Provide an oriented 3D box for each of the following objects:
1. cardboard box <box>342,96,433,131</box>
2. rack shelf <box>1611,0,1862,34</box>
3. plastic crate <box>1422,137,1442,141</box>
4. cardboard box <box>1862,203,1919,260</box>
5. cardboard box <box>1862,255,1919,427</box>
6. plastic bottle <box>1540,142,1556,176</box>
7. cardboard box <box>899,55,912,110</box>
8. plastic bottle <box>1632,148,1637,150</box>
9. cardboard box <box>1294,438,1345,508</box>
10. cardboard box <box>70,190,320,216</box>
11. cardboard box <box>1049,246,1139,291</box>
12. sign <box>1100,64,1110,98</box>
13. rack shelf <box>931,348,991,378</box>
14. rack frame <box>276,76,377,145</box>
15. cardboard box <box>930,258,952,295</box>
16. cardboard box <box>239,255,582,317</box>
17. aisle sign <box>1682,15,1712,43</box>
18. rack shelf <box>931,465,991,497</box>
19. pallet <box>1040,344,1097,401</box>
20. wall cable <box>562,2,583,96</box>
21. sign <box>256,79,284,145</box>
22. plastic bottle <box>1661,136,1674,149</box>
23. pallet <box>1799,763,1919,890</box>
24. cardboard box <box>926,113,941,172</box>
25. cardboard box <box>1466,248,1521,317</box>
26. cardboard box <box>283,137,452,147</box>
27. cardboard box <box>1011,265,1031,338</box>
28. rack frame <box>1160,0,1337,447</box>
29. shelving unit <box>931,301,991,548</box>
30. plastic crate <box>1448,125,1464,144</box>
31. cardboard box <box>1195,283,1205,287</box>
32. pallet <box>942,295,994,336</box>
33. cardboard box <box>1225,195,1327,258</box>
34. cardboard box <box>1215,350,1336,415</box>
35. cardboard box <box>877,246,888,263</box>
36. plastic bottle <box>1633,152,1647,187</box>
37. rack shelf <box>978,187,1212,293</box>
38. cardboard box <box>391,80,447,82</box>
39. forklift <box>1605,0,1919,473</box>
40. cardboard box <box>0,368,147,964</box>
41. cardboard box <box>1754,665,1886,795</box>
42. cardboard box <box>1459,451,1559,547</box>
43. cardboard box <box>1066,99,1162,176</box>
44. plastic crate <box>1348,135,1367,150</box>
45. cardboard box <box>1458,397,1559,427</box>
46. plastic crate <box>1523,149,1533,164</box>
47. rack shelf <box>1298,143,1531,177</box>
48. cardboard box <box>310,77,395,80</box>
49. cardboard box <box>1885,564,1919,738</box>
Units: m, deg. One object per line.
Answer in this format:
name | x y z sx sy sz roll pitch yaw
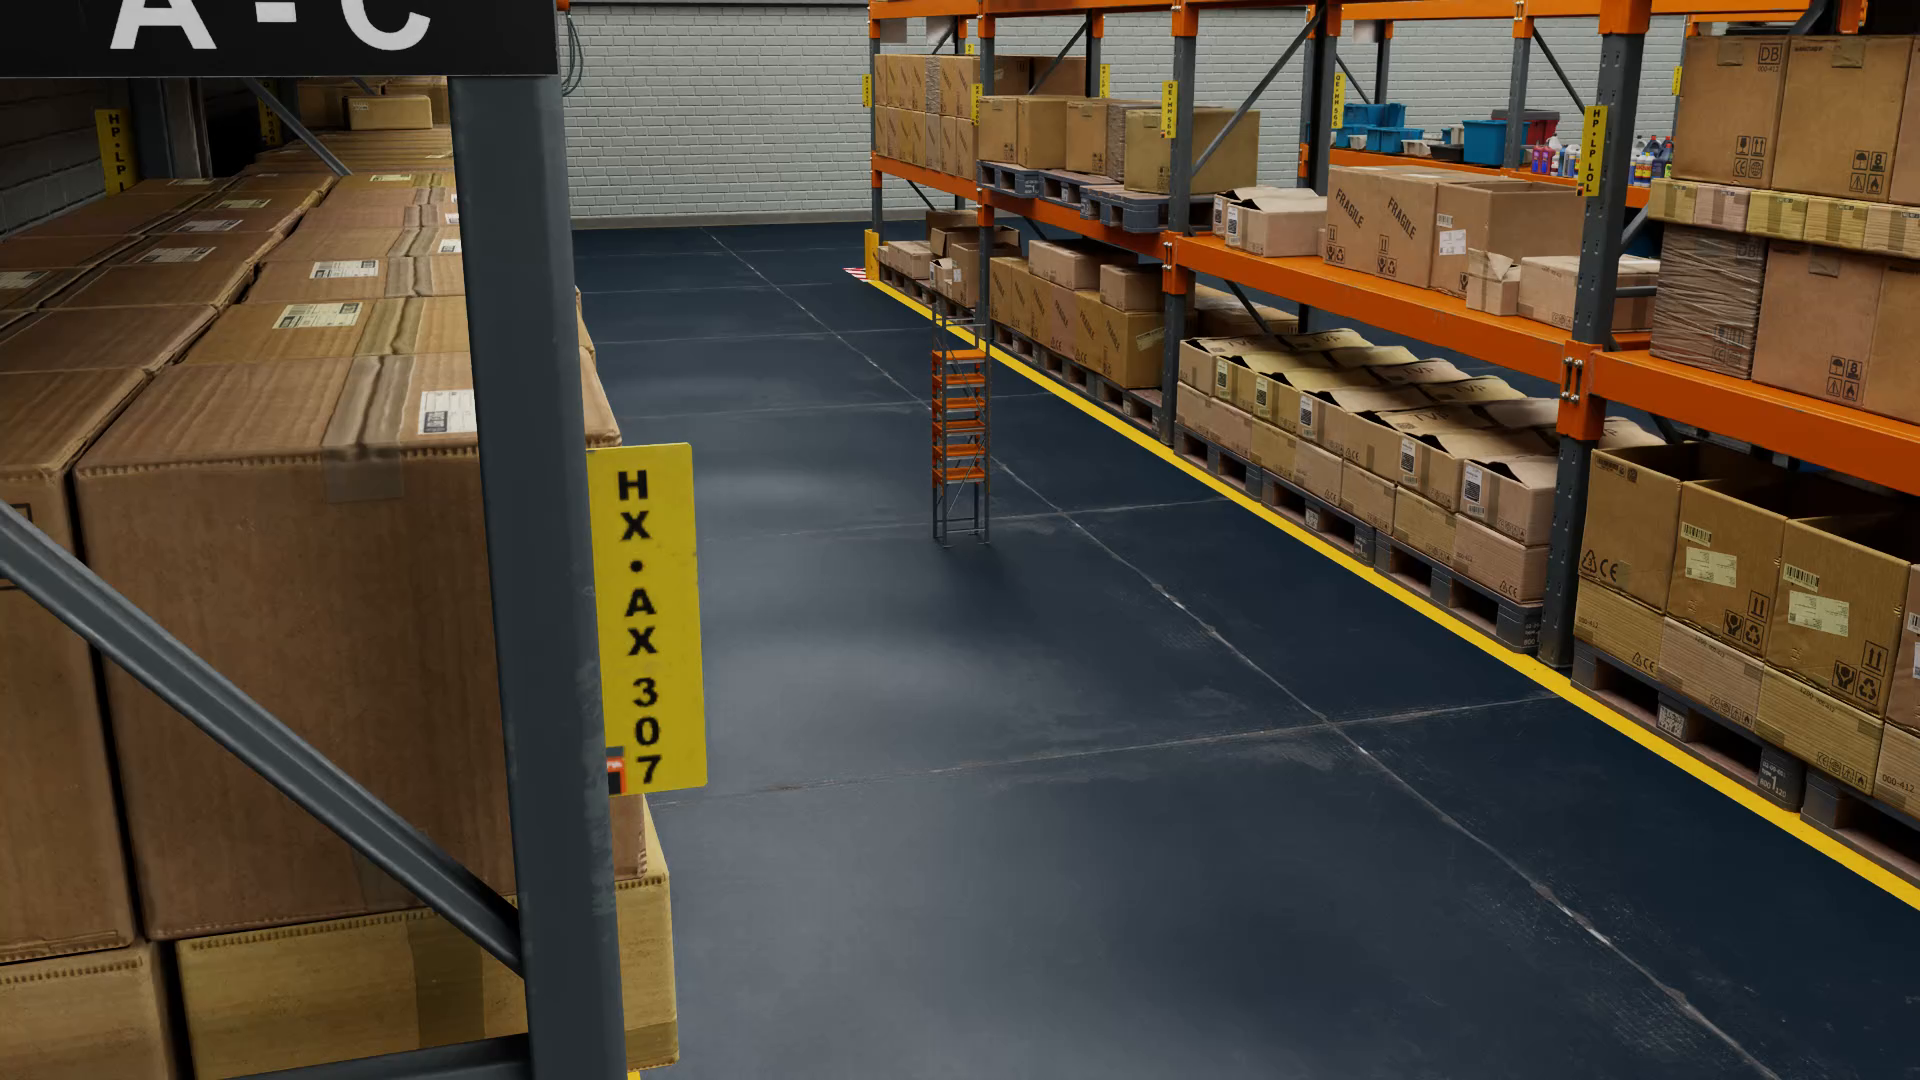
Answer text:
cardboard box | -2.776 -2.069 8.058 0.380 0.149 0.250 -8 18 -24
rack shelf | 3.408 -1.505 4.286 1.077 0.370 4.000 -5 17 -15
plastic crate | 4.988 -4.131 17.343 0.298 0.136 0.250 -5 17 -15
cardboard box | 3.028 -0.953 5.109 0.380 0.149 0.250 -5 18 -17
cardboard box | 3.272 -0.608 5.087 0.700 0.500 0.500 -4 17 -14
plastic bottle | 5.151 -3.342 14.566 0.061 0.283 0.133 -5 17 -15
cardboard box | -0.287 -4.386 15.928 0.500 0.500 0.500 -4 17 -14
plastic bottle | 5.585 -3.108 13.801 0.152 0.276 0.135 -5 17 -15
cardboard box | 2.049 -0.365 8.502 0.500 0.250 0.500 -4 17 -14
cardboard box | -1.837 -0.581 4.094 0.500 0.500 0.500 -5 17 -16
cardboard box | 0.972 -1.984 12.118 0.500 0.250 0.500 -5 17 -16
sign | 1.193 -3.779 13.805 0.100 0.325 0.005 -5 17 -15
rack shelf | 0.004 -0.873 8.175 0.258 0.103 0.180 -5 17 -15
rack frame | -3.003 -1.680 8.831 1.000 3.000 0.127 -5 17 -15
cardboard box | 0.025 -2.445 15.286 0.500 0.311 0.500 -5 17 -15
cardboard box | -0.909 -0.201 2.829 0.500 0.500 0.500 -5 18 -17
aisle sign | 8.778 -6.309 19.723 0.394 0.787 0.004 -5 17 -15
rack shelf | 0.004 -0.298 8.348 0.258 0.103 0.180 -5 17 -15
pallet | 1.259 -1.284 12.359 1.003 0.211 1.213 -5 17 -15
wall cable | -6.412 -6.872 21.084 3.097 2.526 0.112 -5 17 -15
sign | -3.535 -2.190 8.516 0.100 0.325 0.005 -5 17 -15
plastic bottle | 6.042 -3.267 14.199 0.144 0.351 0.185 -5 17 -15
pallet | 3.376 0.930 4.988 1.003 0.211 1.213 -5 17 -15
cardboard box | -0.011 -3.630 15.147 0.500 0.500 0.500 -4 17 -14
cardboard box | 2.440 -1.131 7.236 0.396 0.266 0.258 -5 17 -17
cardboard box | -2.500 -1.467 7.182 0.700 0.500 0.500 -5 17 -15
cardboard box | 0.716 -1.893 13.121 0.500 0.500 0.500 -4 17 -14
rack frame | 1.759 -2.073 10.139 1.000 3.000 0.127 -5 17 -15
shelving unit | 0.004 -0.571 8.266 0.258 1.200 0.189 -5 17 -15
plastic crate | 5.181 -3.979 16.585 0.437 0.282 0.530 -5 17 -15
cardboard box | 1.478 -1.662 12.352 0.500 0.500 0.500 -5 18 -17
pallet | 0.472 -2.034 14.856 1.003 0.211 1.213 -5 17 -15
cardboard box | 1.819 -1.767 9.277 0.500 0.311 0.500 -5 17 -16
cardboard box | 1.773 -0.913 9.352 0.500 0.311 0.500 -5 17 -17
cardboard box | -0.655 -2.988 17.376 0.380 0.149 0.250 -5 17 -15
plastic bottle | 5.508 -2.996 13.434 0.097 0.271 0.097 0 17 0
rack shelf | 1.210 -2.282 12.084 1.077 0.370 4.000 -5 17 -15
cardboard box | -3.028 -2.534 9.644 0.500 0.250 0.500 -5 17 -16
forklift | 4.609 -1.593 8.661 1.130 2.935 3.031 -5 17 -16
cardboard box | -1.138 0.122 1.754 0.500 0.500 0.500 -5 17 -16
cardboard box | 2.959 0.579 5.360 0.500 0.250 0.500 -5 17 -15
cardboard box | 2.472 -0.209 7.007 0.500 0.311 0.500 -5 17 -15
cardboard box | 1.205 -2.944 12.137 0.700 0.500 0.500 -10 19 -29
plastic crate | 4.271 -4.202 17.579 0.250 0.136 0.298 -5 17 -15
cardboard box | 2.709 -0.535 8.095 0.500 0.311 0.500 -5 18 -17
plastic crate | 5.433 -3.612 15.618 0.396 0.136 0.243 -5 17 -15
rack shelf | 4.874 -3.779 17.068 1.077 0.370 4.000 -5 17 -15
cardboard box | -3.794 -2.771 10.433 0.500 0.250 0.500 -5 17 -17
cardboard box | 3.099 0.358 4.792 0.500 0.500 0.500 -5 17 -15
